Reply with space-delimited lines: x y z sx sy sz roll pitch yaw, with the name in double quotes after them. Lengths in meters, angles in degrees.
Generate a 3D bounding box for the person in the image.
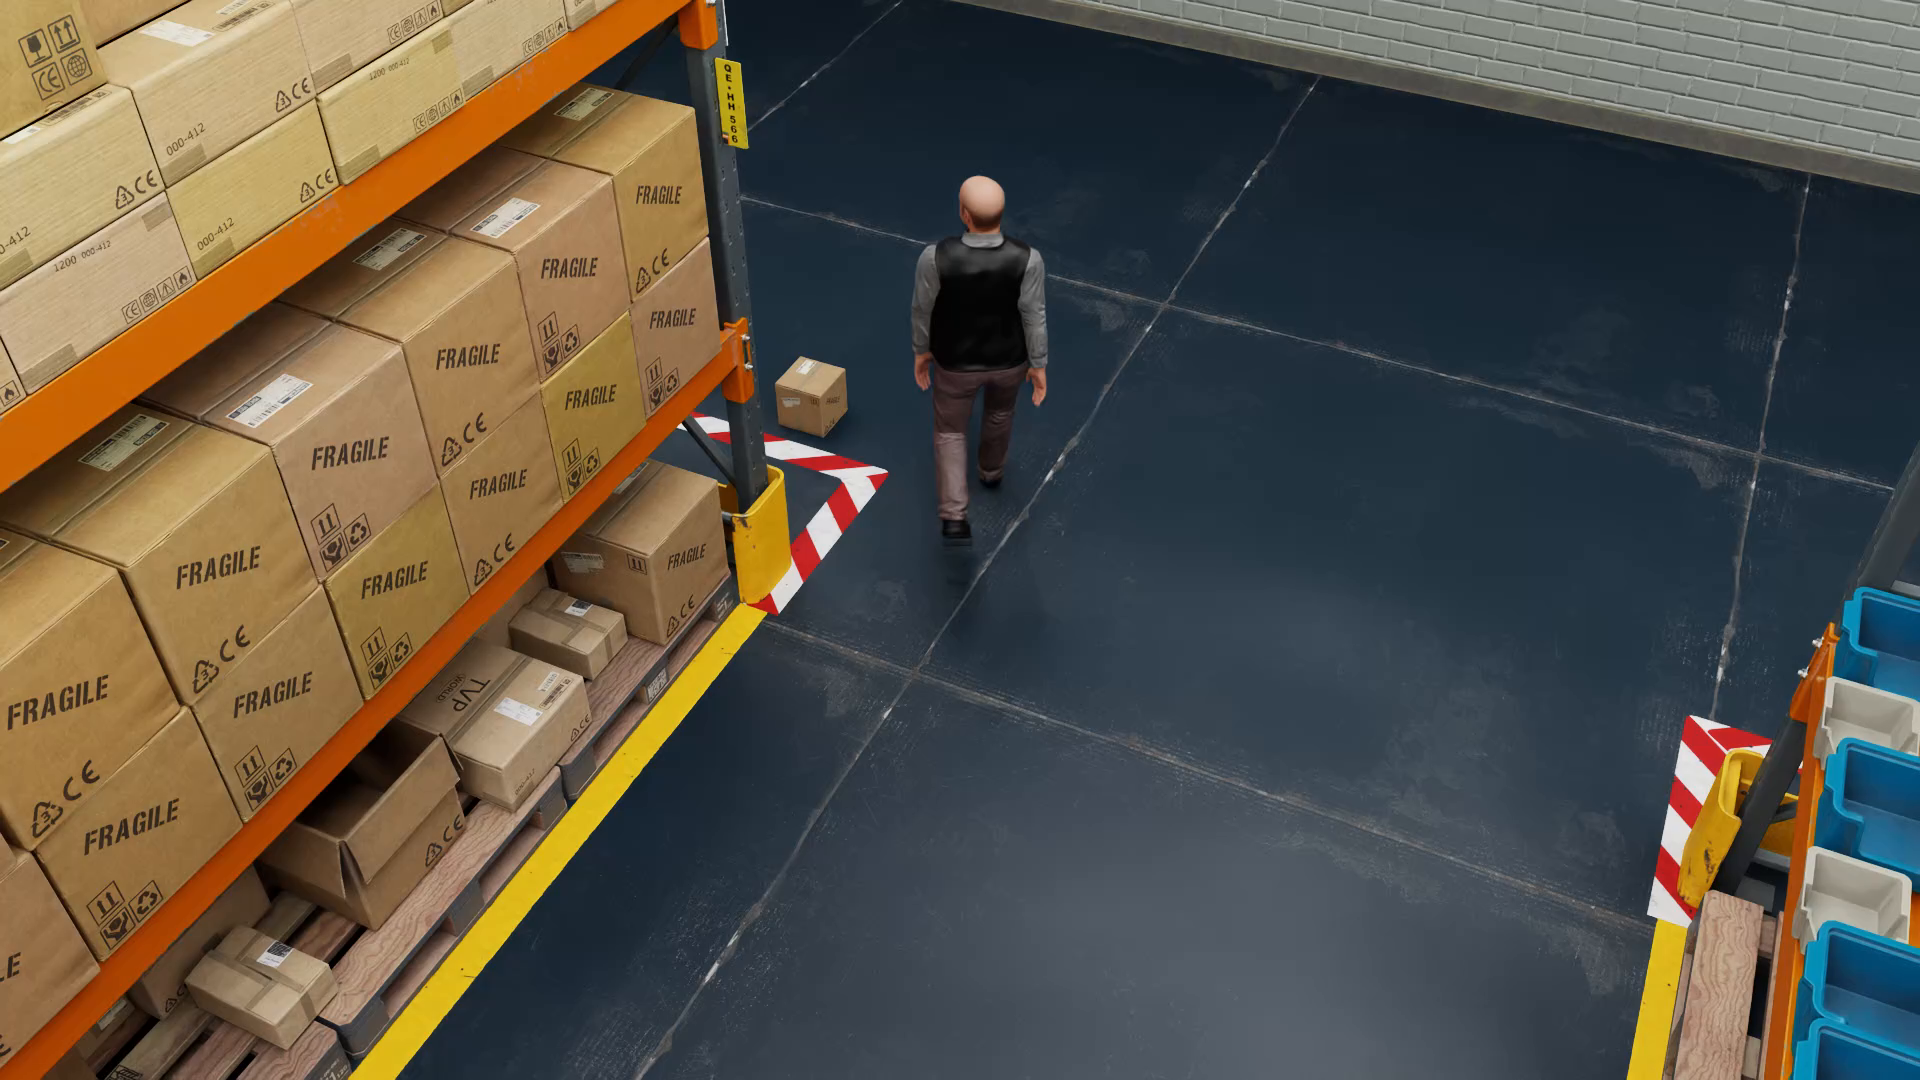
0.079 -0.766 7.052 0.572 1.697 0.906 -1 42 -2 "person"
